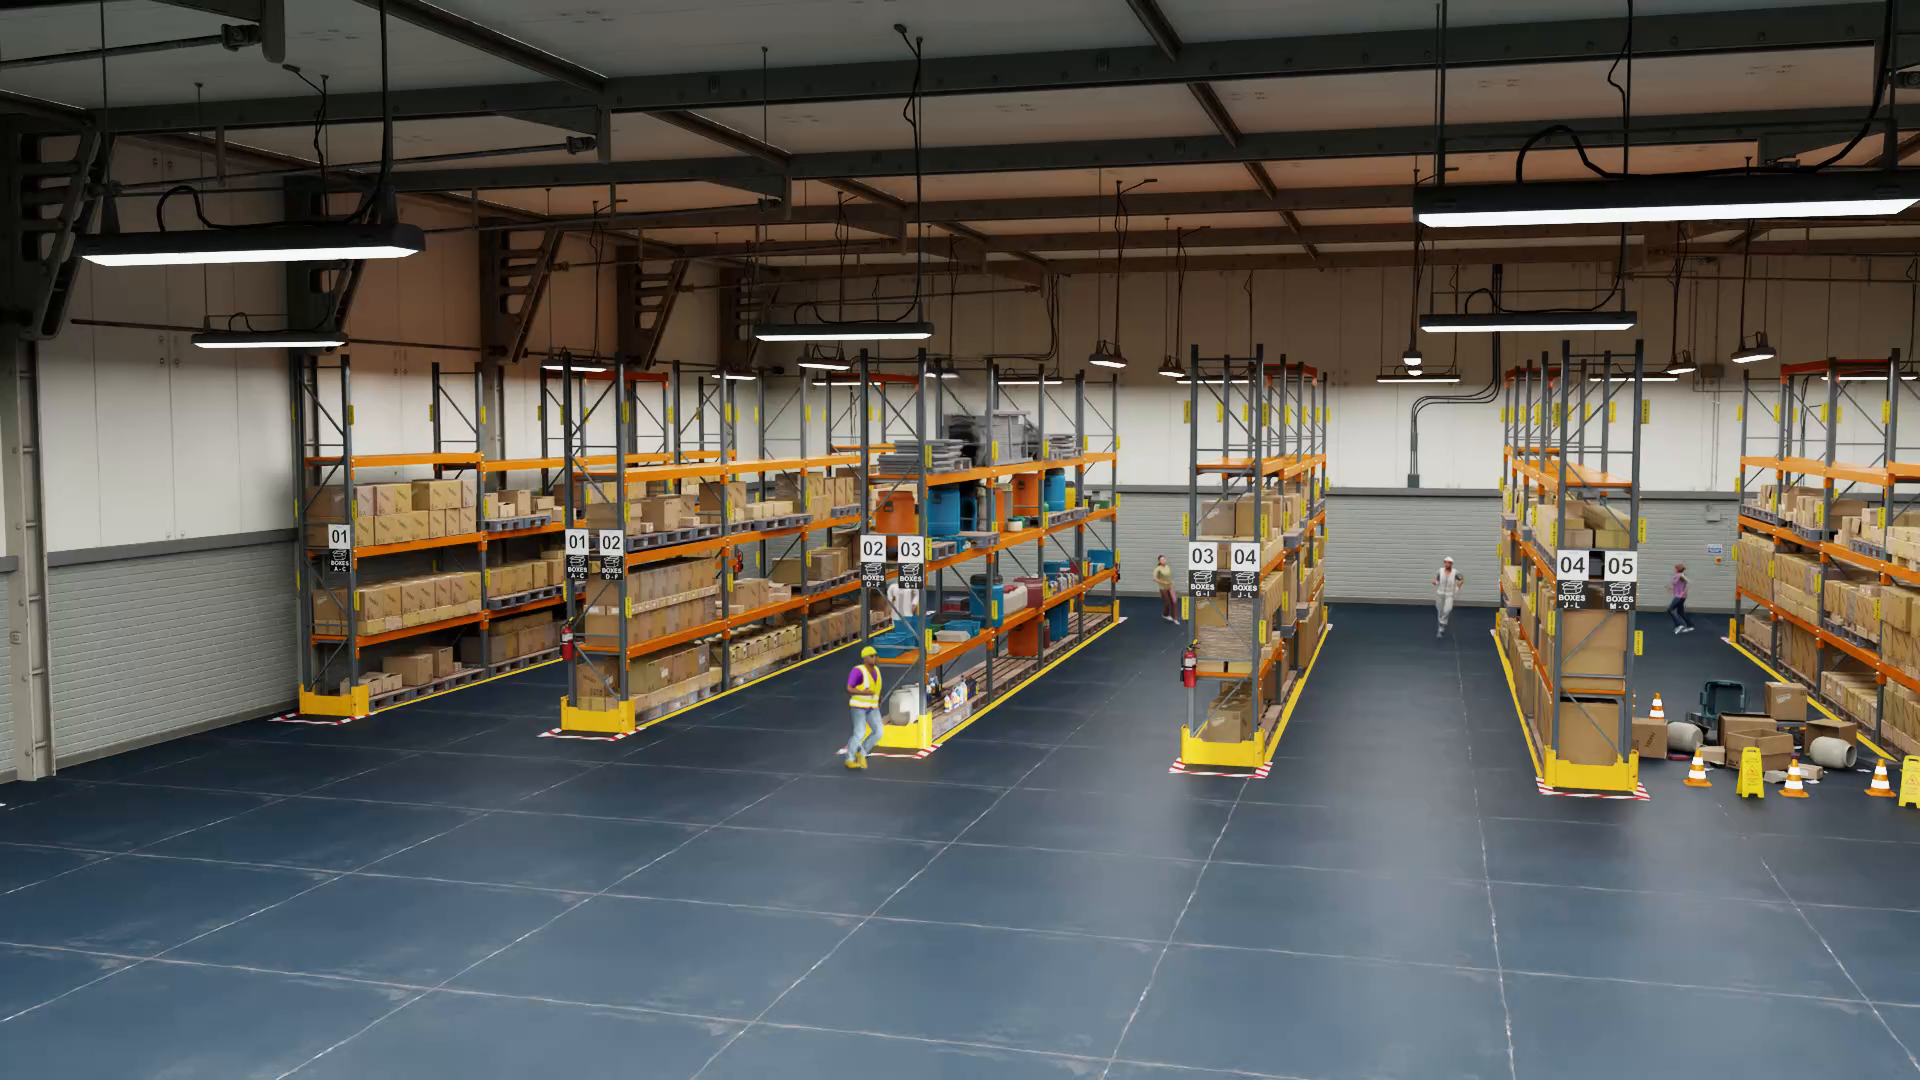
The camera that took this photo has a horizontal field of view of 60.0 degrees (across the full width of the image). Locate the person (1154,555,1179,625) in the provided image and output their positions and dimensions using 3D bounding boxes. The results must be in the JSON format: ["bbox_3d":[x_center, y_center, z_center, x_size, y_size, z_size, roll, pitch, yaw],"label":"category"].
[{"bbox_3d":[4.934,1.193,40.043,0.613,1.672,0.744,-2,5,-22],"label":"person"}]

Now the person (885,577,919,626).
[{"bbox_3d":[-1.192,1.558,34.161,0.685,1.826,0.777,1,4,7],"label":"person"}]

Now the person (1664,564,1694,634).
[{"bbox_3d":[16.515,1.365,38.182,0.677,1.601,0.555,1,5,19],"label":"person"}]

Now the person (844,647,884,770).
[{"bbox_3d":[-1.289,2.380,23.499,0.705,1.755,0.652,-4,6,-42],"label":"person"}]

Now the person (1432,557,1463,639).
[{"bbox_3d":[11.001,1.286,37.614,0.659,1.821,0.865,2,5,29],"label":"person"}]
